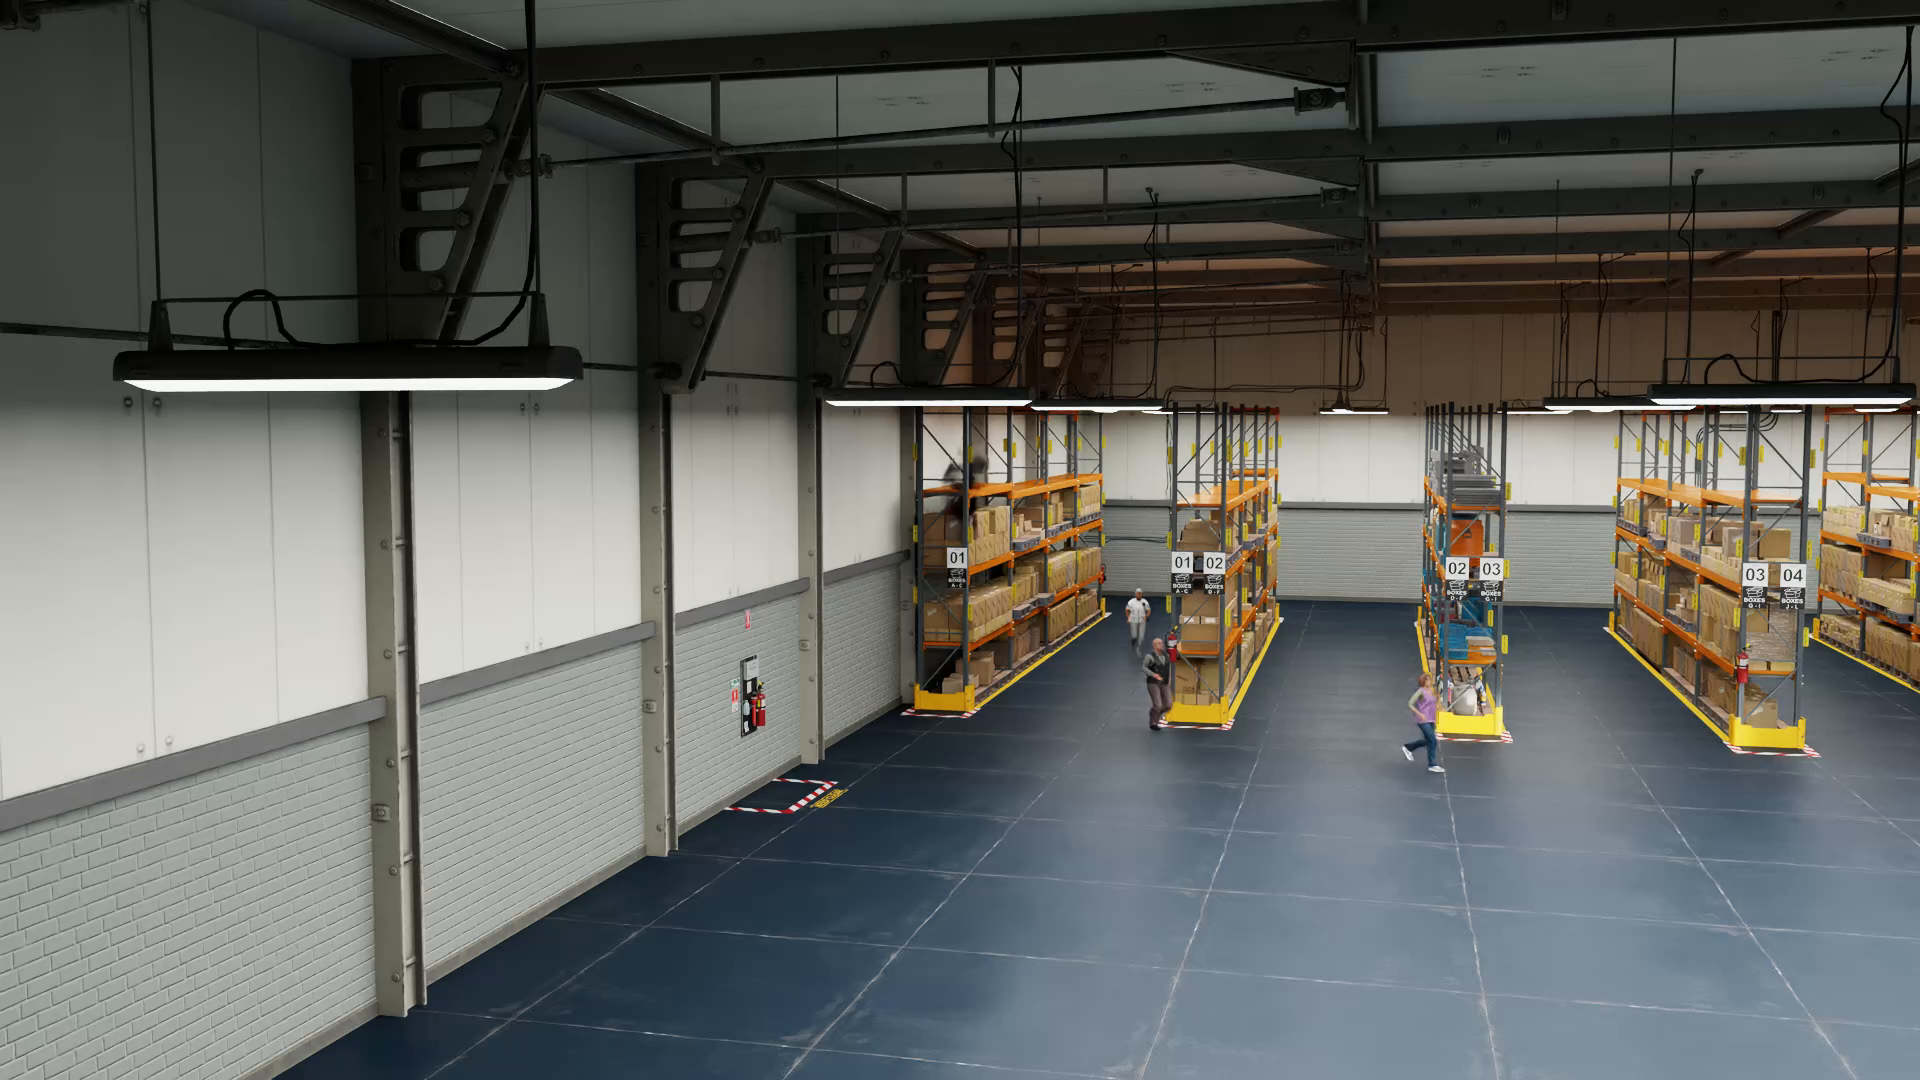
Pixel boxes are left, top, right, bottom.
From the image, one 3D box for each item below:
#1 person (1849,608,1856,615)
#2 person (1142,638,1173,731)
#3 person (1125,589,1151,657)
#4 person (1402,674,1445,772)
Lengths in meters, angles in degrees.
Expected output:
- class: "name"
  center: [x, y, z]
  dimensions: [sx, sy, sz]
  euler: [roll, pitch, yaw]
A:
- class: "person"
  center: [23.855, 1.716, 44.098]
  dimensions: [0.528, 1.476, 0.697]
  euler: [3, 5, 39]
- class: "person"
  center: [3.636, 2.634, 30.345]
  dimensions: [0.669, 1.685, 0.577]
  euler: [-2, 5, -30]
- class: "person"
  center: [4.272, 1.982, 39.861]
  dimensions: [0.607, 1.608, 0.549]
  euler: [0, 4, 2]
- class: "person"
  center: [7.508, 2.945, 26.956]
  dimensions: [0.792, 1.567, 0.548]
  euler: [4, 6, 43]
